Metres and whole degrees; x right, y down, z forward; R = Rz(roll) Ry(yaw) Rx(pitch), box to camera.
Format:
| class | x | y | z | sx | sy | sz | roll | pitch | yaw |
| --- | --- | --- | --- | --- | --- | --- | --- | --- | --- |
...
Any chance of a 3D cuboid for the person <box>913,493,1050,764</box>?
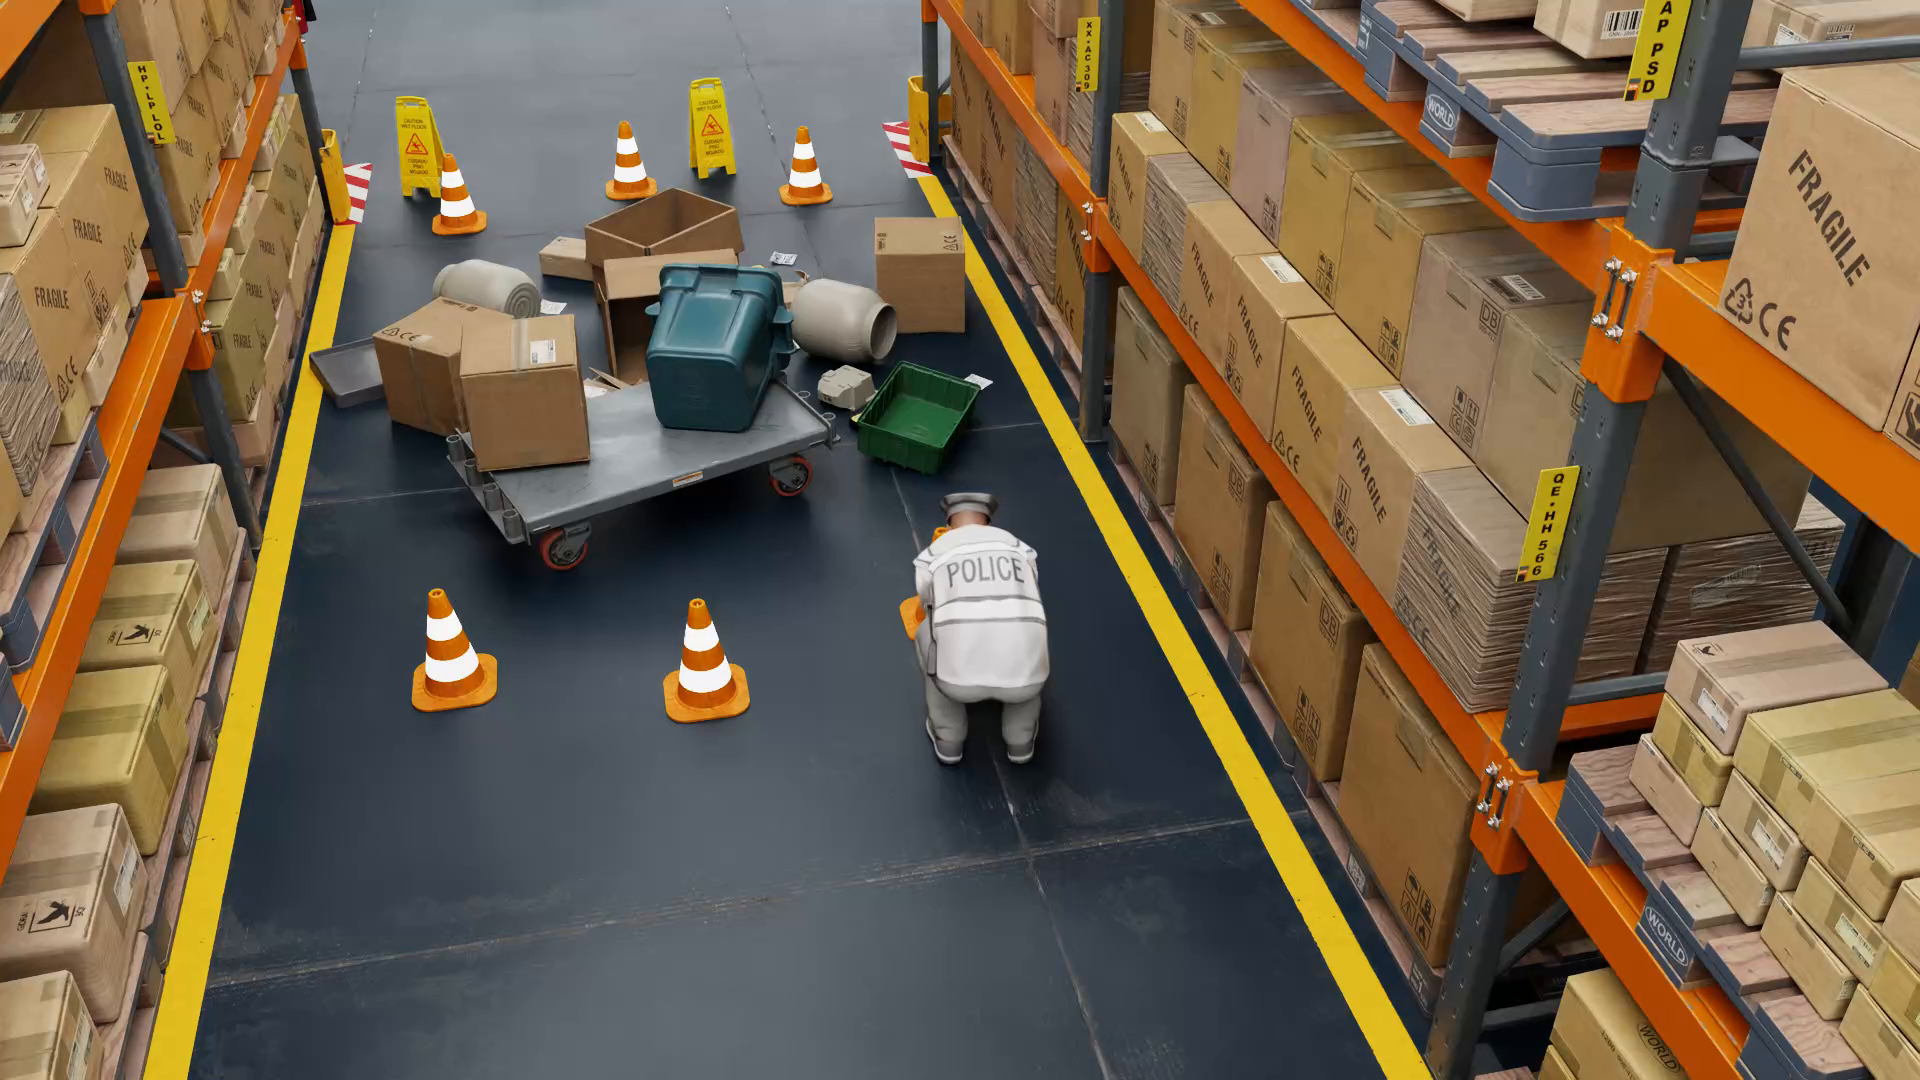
| class | x | y | z | sx | sy | sz | roll | pitch | yaw |
| --- | --- | --- | --- | --- | --- | --- | --- | --- | --- |
| person | 0.084 | 0.360 | 6.475 | 0.527 | 0.819 | 1.020 | -1 | 34 | -1 |
